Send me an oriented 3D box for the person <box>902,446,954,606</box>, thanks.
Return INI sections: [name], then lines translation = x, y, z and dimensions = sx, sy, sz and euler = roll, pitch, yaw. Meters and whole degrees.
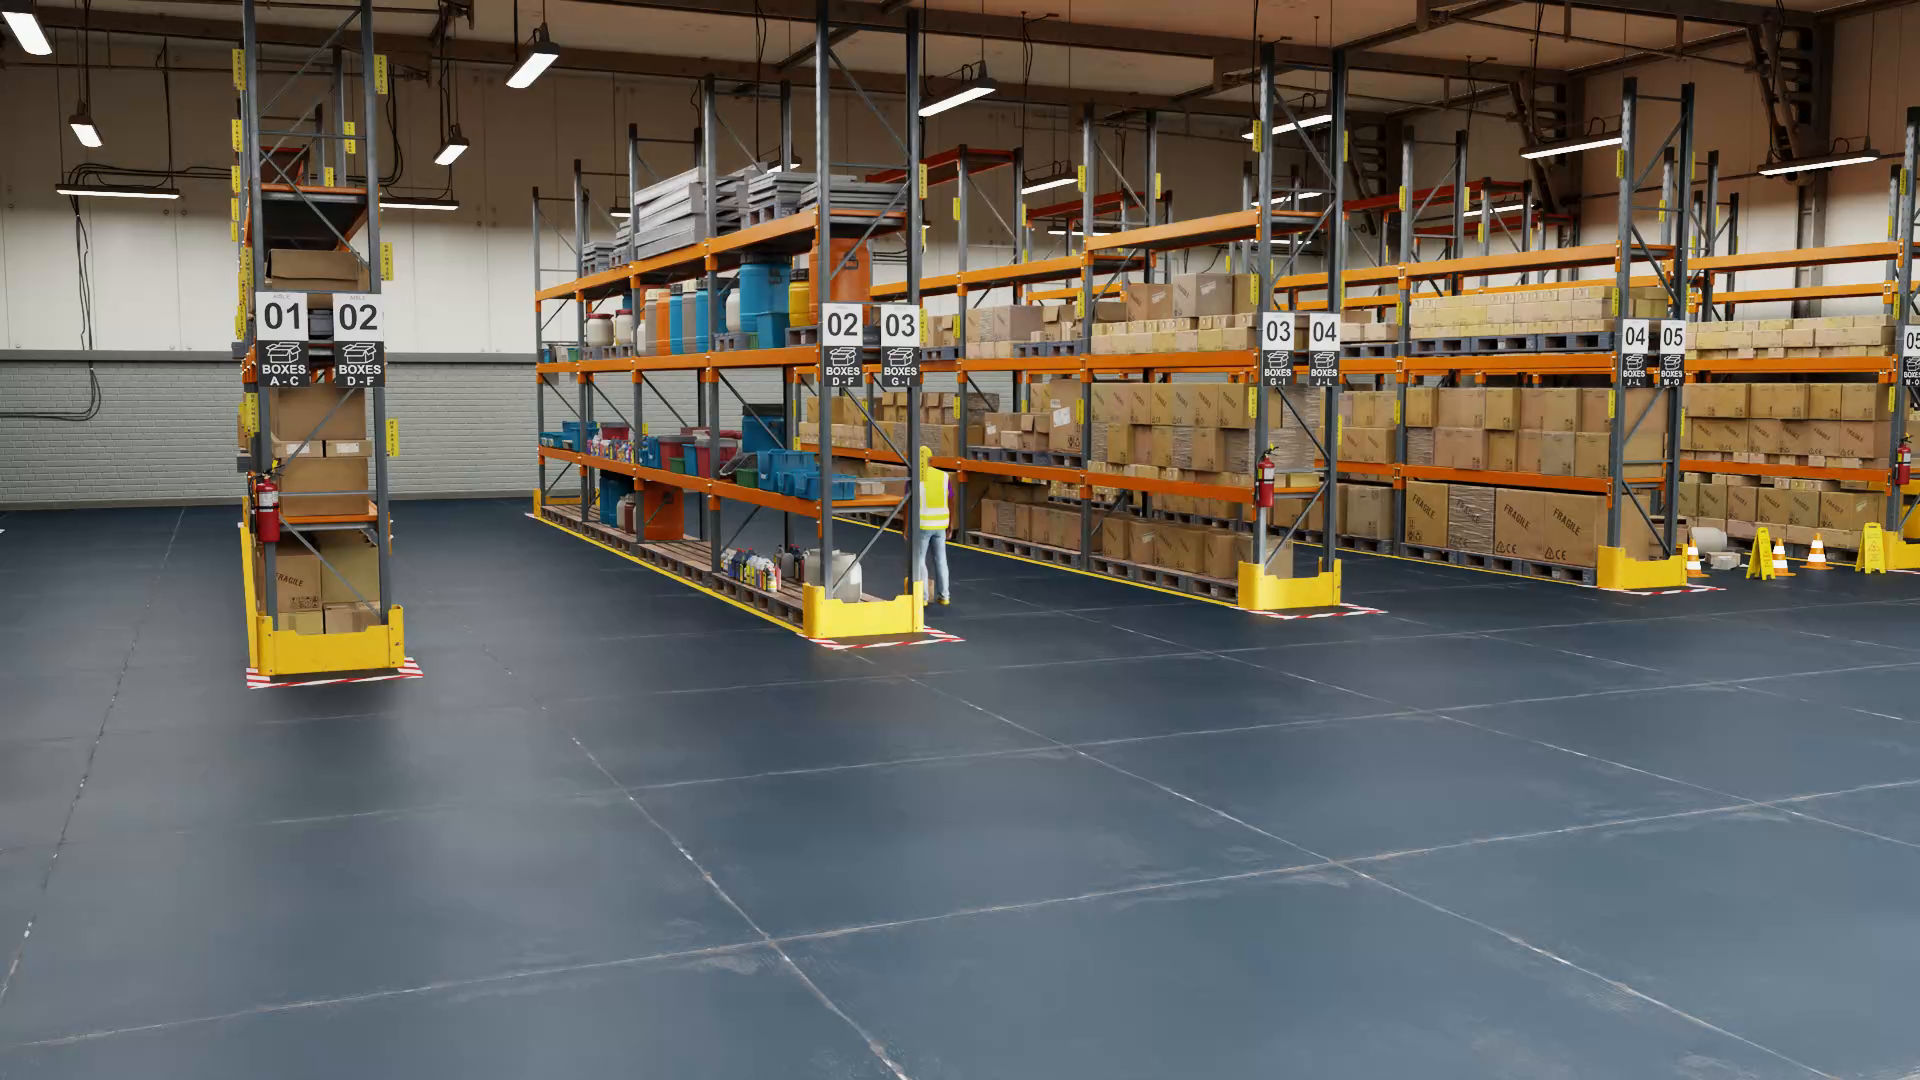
[person]
translation = -0.359, -0.161, 18.396
dimensions = 0.629, 1.759, 0.461
euler = -3, 6, -27
